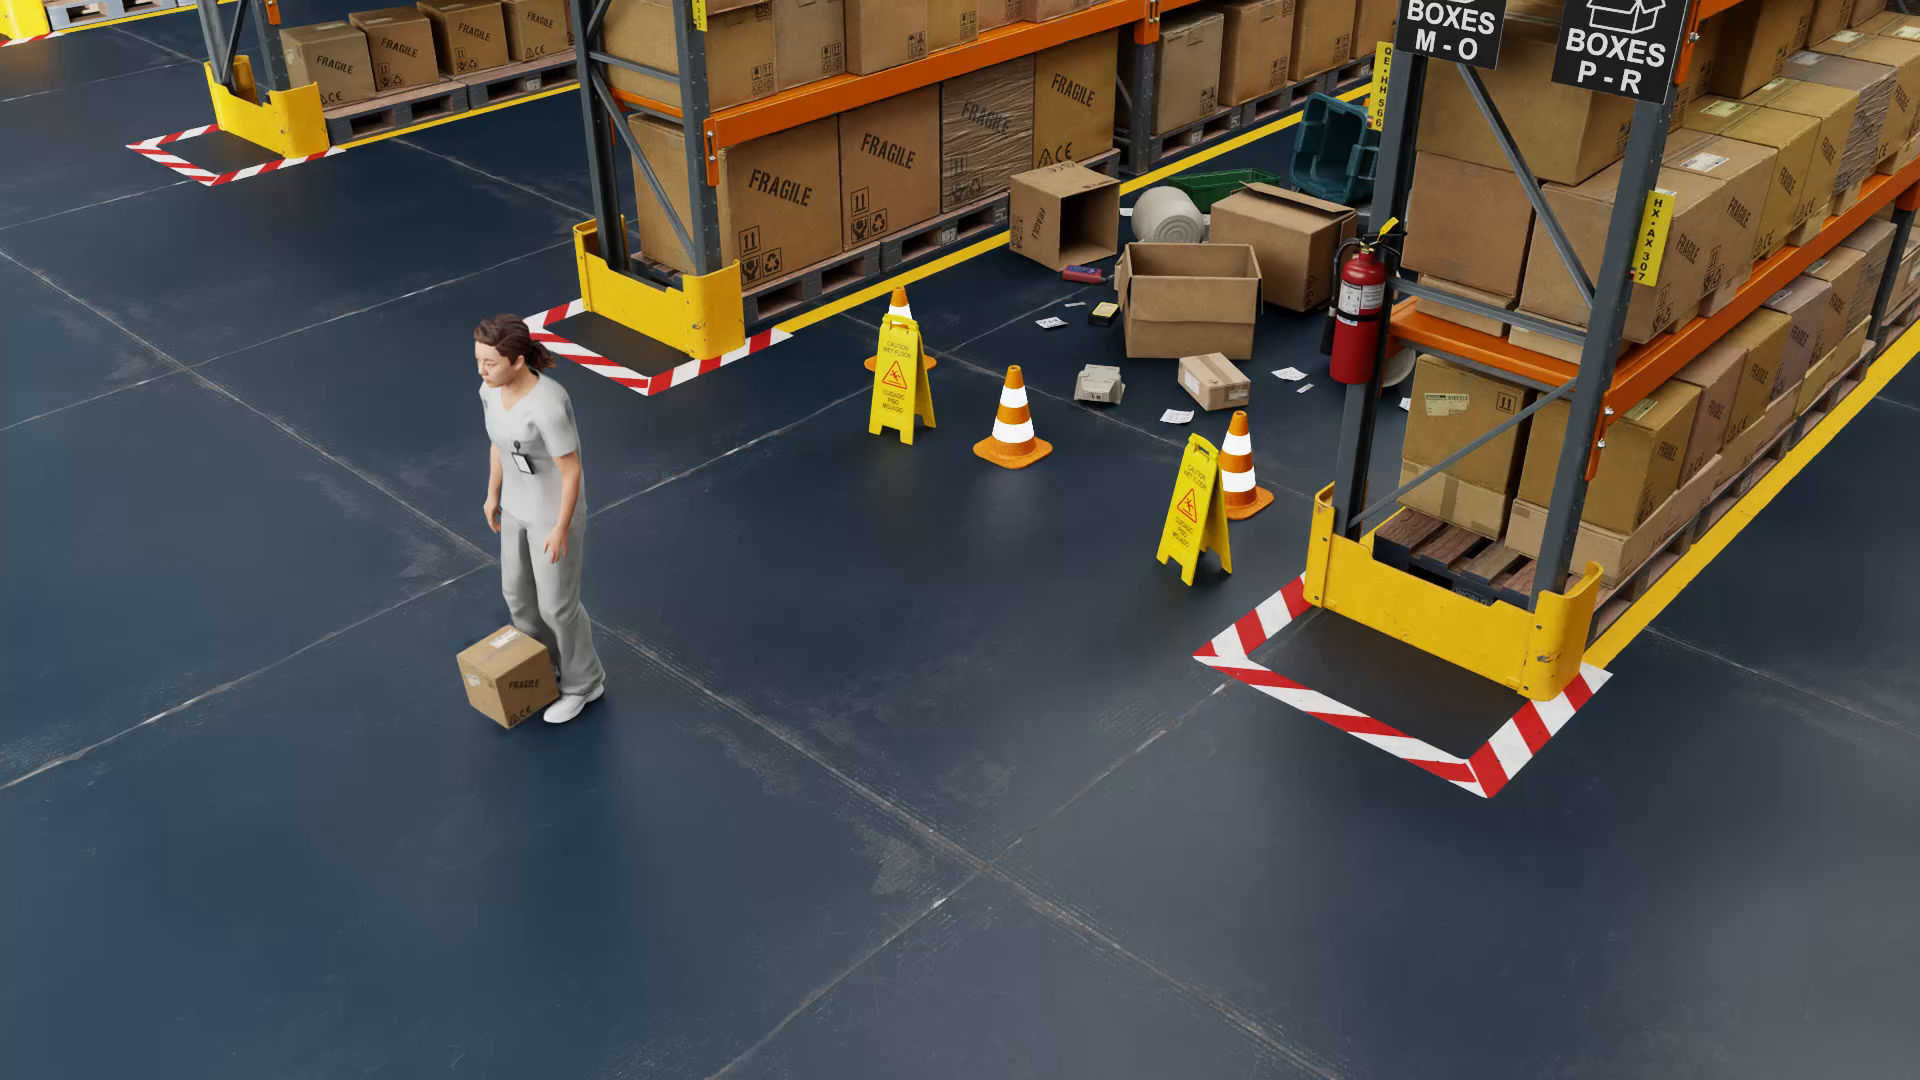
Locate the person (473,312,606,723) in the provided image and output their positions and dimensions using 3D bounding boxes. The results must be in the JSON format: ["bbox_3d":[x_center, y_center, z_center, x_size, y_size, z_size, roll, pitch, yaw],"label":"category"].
[{"bbox_3d":[-1.605,-0.094,6.287,0.483,1.674,0.362,24,39,34],"label":"person"}]
